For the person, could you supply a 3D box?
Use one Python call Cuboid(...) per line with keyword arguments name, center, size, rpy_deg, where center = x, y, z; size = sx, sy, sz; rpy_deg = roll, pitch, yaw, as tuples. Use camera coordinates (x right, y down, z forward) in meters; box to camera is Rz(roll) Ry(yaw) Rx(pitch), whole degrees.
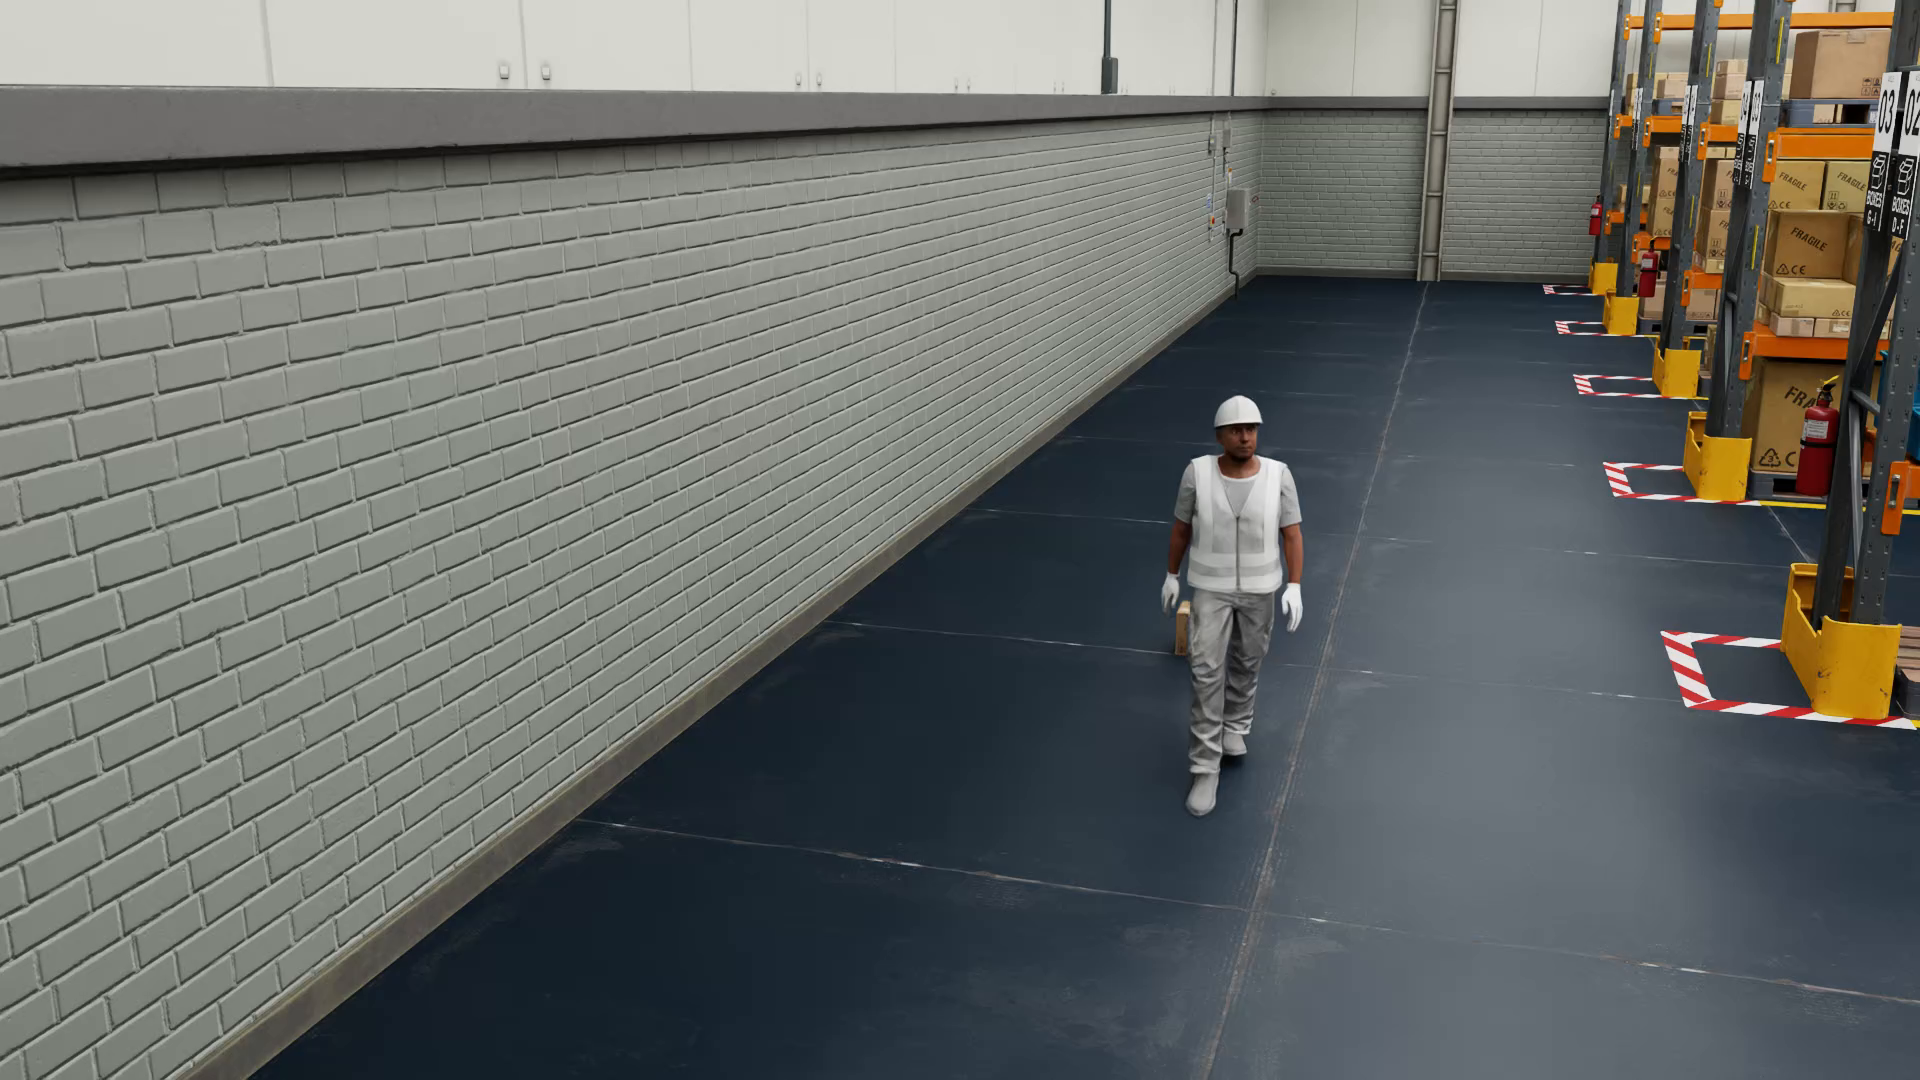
Cuboid(name="person", center=(1.238, 0.250, 7.517), size=(0.608, 1.787, 0.853), rpy_deg=(0, 15, 1))
